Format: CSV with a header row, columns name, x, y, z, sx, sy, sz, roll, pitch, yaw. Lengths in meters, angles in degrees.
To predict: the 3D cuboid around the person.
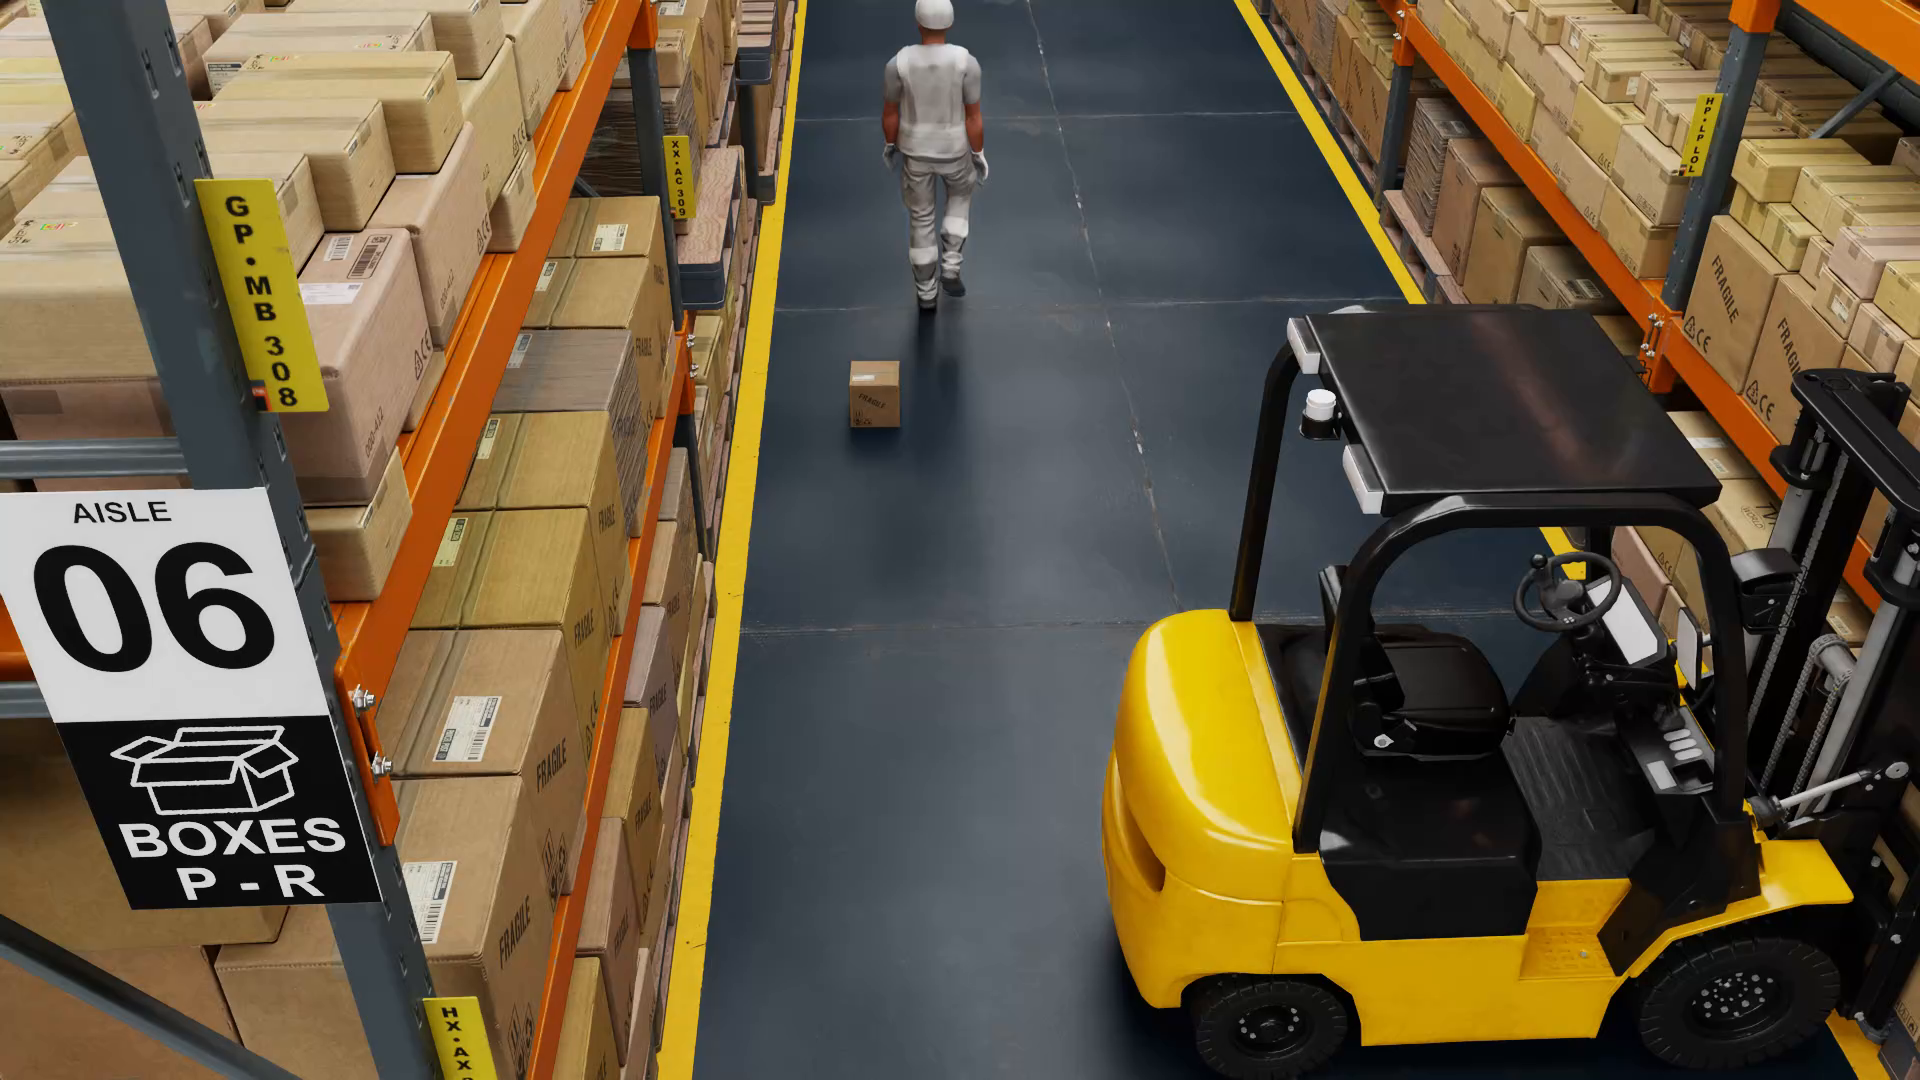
name,x,y,z,sx,sy,sz,roll,pitch,yaw
person,-0.136,-2.157,9.192,0.585,1.809,0.476,0,35,0
